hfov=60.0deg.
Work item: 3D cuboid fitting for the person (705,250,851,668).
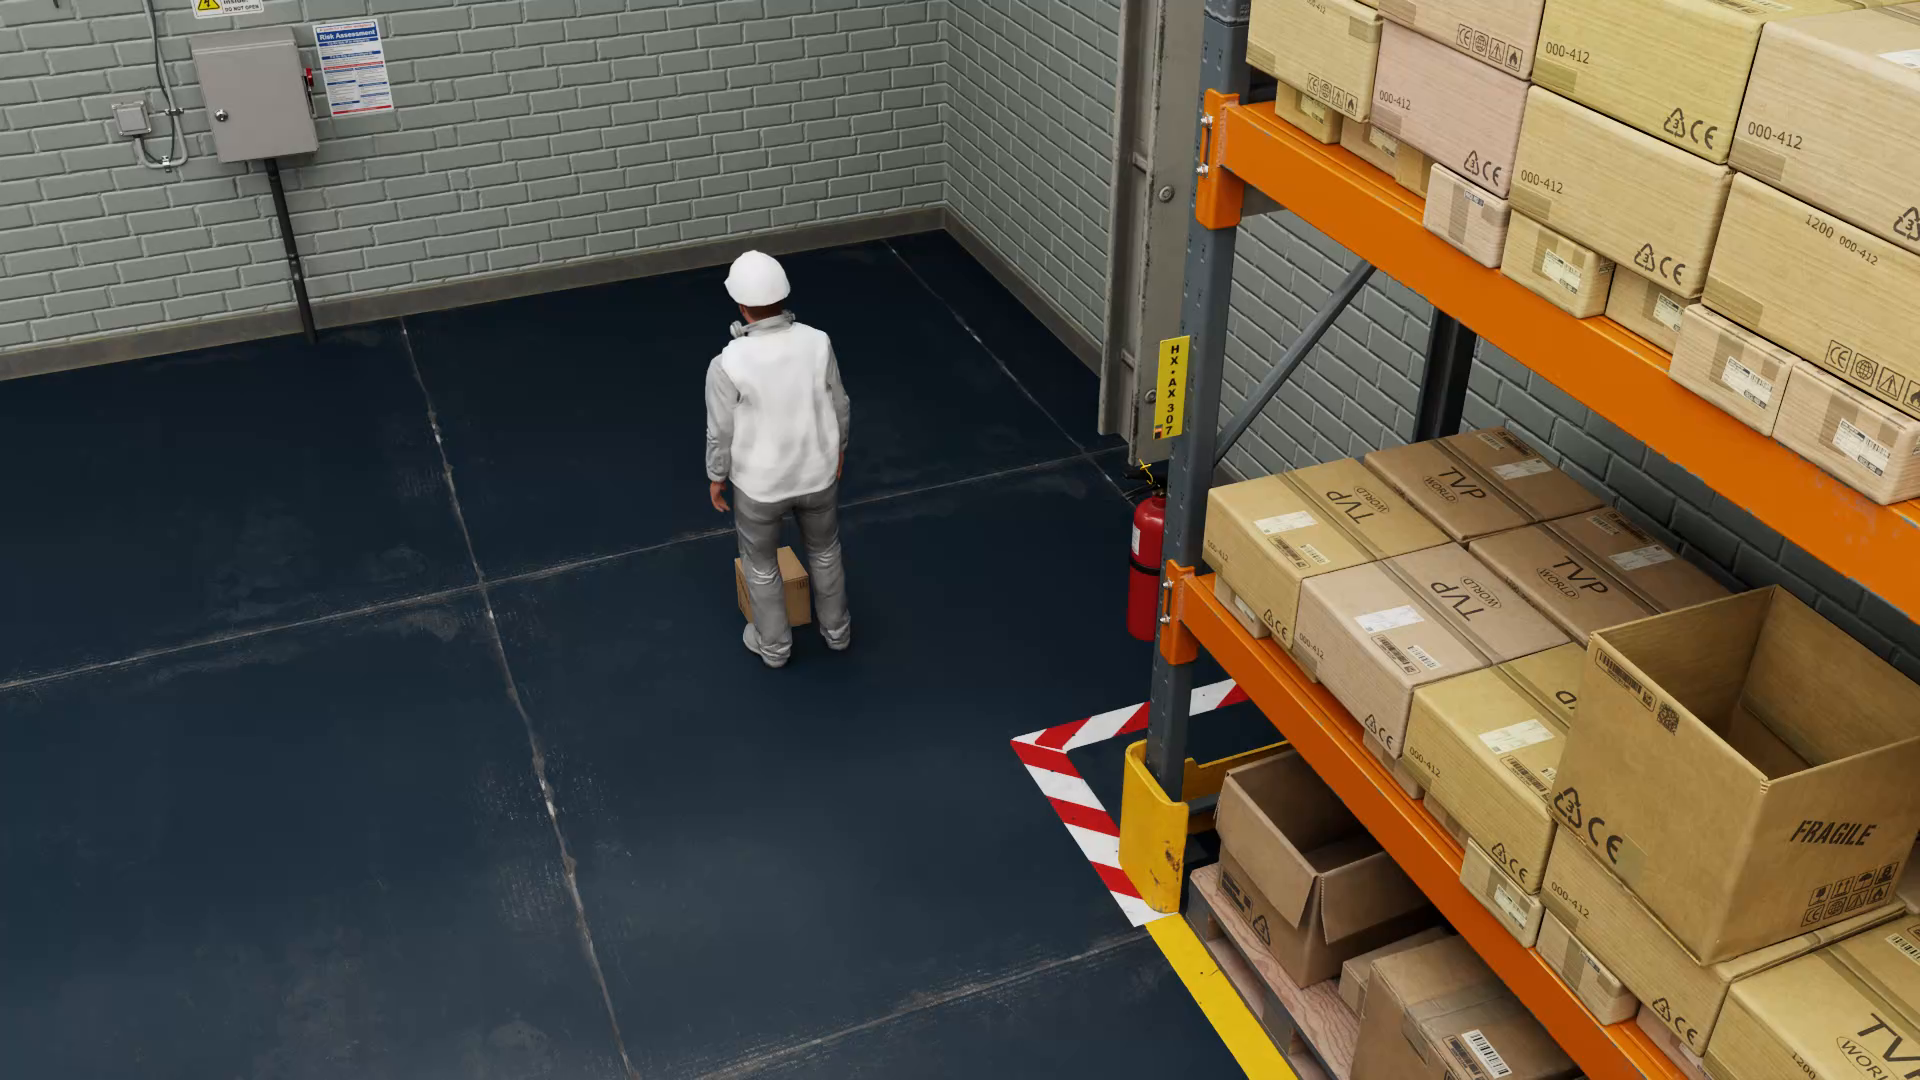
[{"bbox_3d":[-0.707,-0.287,6.552,0.592,1.773,0.458,-14,36,-21],"label":"person"}]
